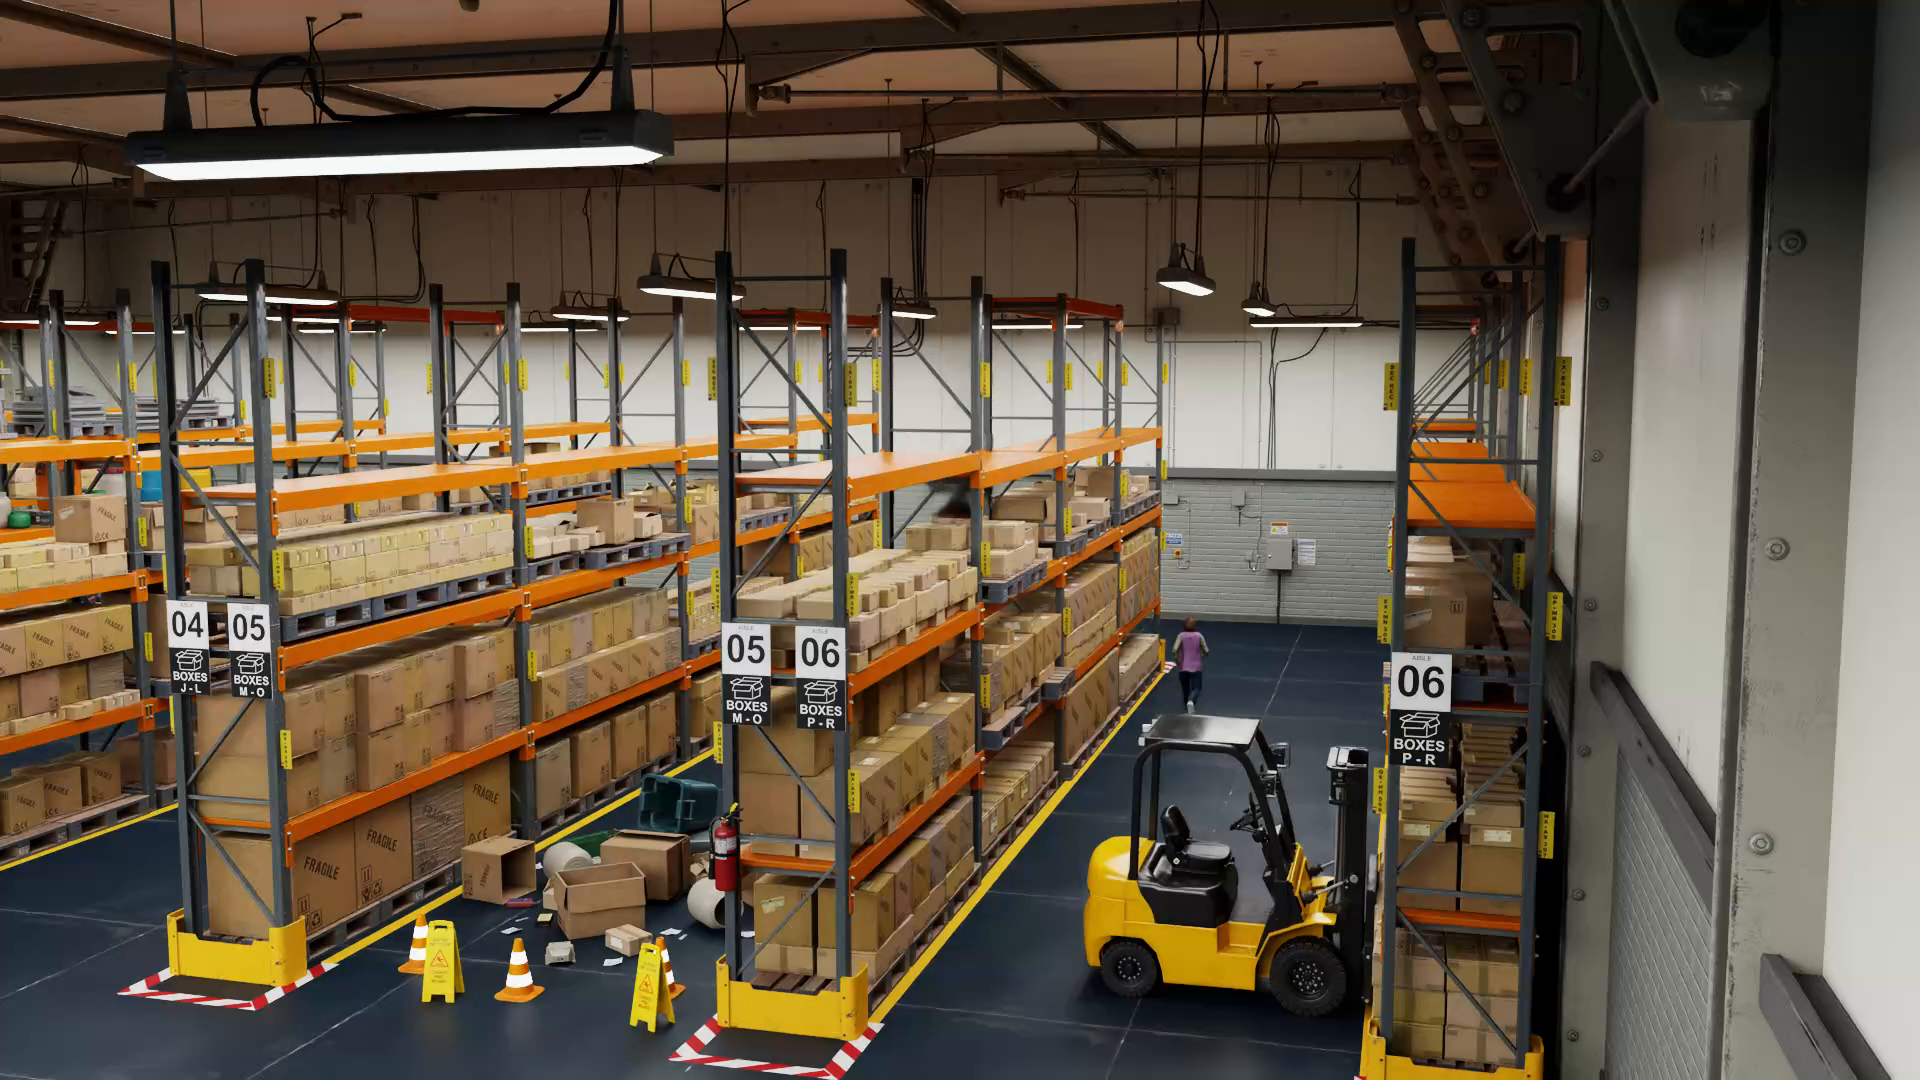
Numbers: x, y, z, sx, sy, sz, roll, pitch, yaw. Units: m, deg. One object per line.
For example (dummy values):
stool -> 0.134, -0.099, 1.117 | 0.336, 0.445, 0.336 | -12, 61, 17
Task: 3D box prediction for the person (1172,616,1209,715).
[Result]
person -> 3.307, 1.883, 23.838 | 0.517, 1.584, 0.942 | 2, 6, 14
